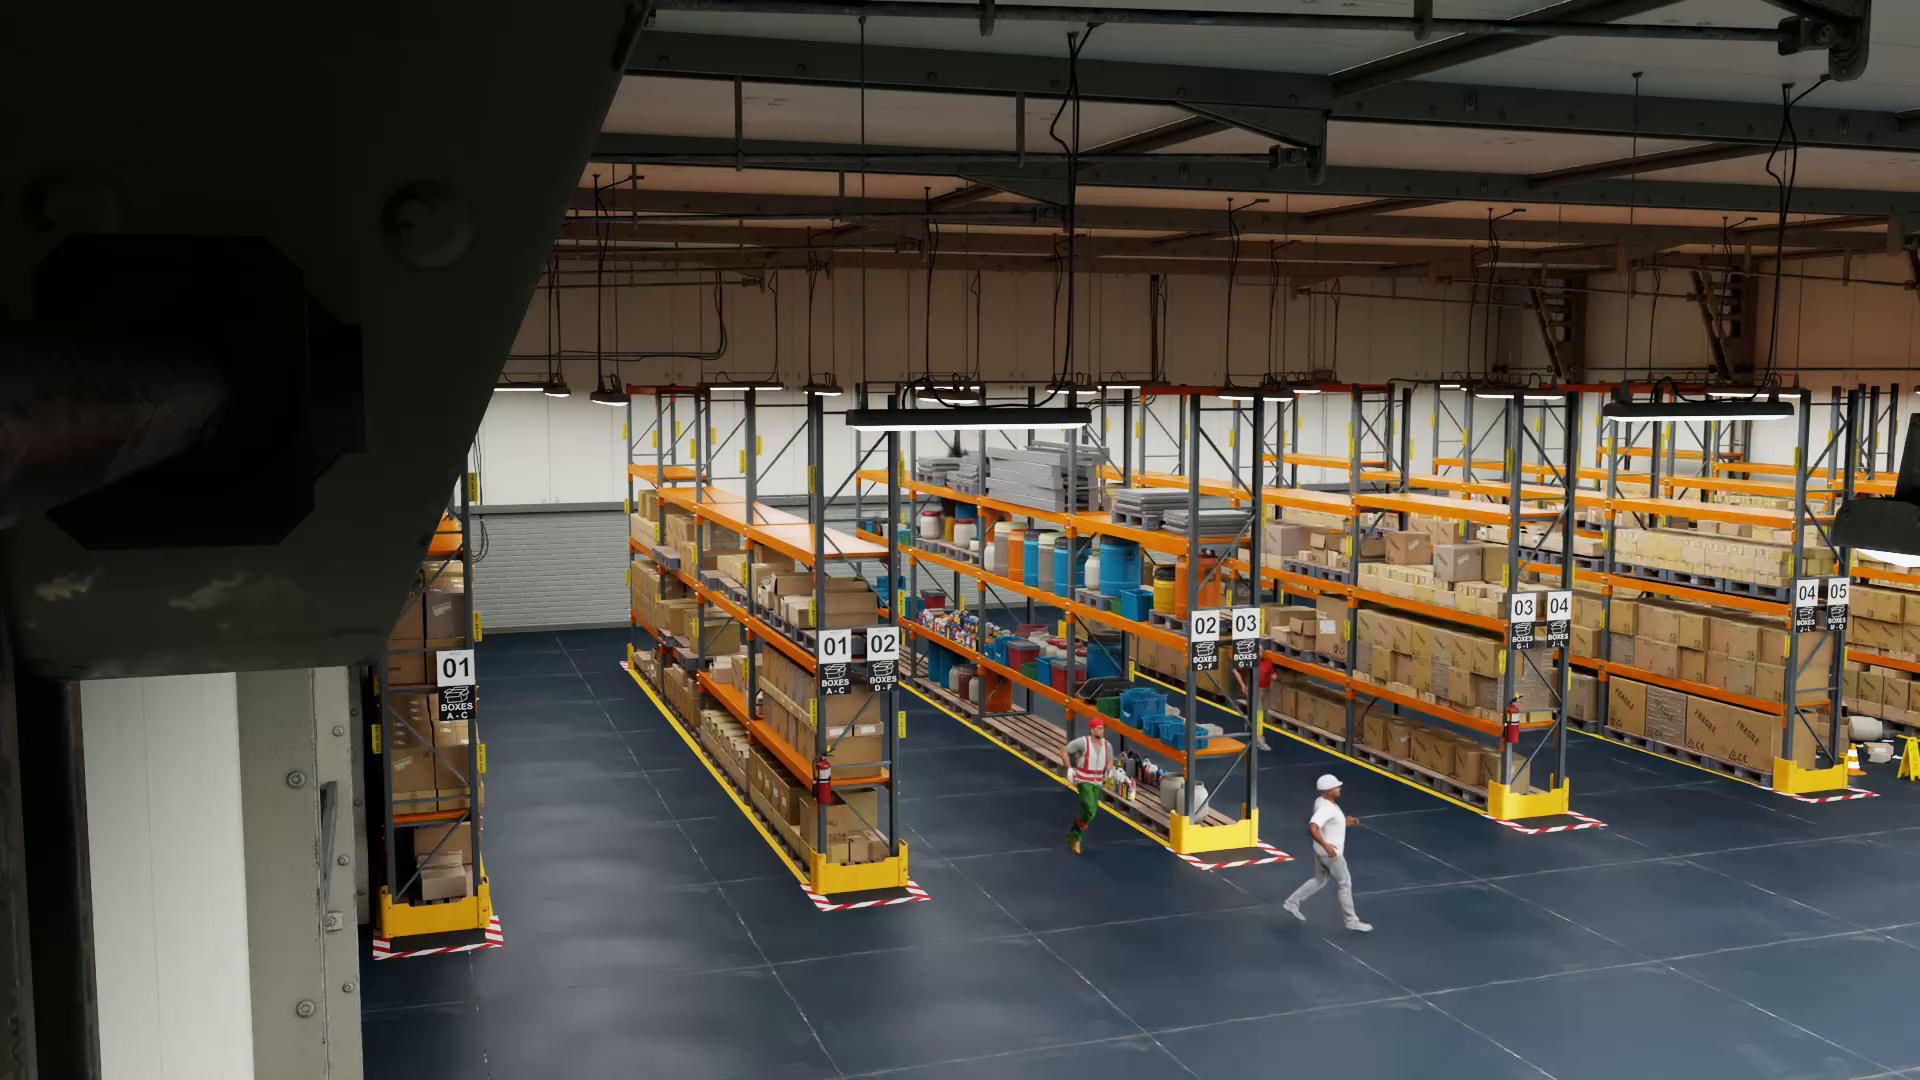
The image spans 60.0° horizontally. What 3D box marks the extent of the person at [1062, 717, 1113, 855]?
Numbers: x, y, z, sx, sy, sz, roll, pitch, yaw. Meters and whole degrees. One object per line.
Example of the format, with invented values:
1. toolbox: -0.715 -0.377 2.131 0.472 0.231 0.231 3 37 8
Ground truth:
1. person: 1.724 3.212 21.871 0.691 1.771 0.673 -4 7 -31

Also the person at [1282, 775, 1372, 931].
1. person: 4.145 3.498 18.678 0.989 1.754 0.700 0 6 1

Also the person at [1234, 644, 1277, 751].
1. person: 4.986 2.584 27.803 0.662 1.716 0.989 -2 6 -22
